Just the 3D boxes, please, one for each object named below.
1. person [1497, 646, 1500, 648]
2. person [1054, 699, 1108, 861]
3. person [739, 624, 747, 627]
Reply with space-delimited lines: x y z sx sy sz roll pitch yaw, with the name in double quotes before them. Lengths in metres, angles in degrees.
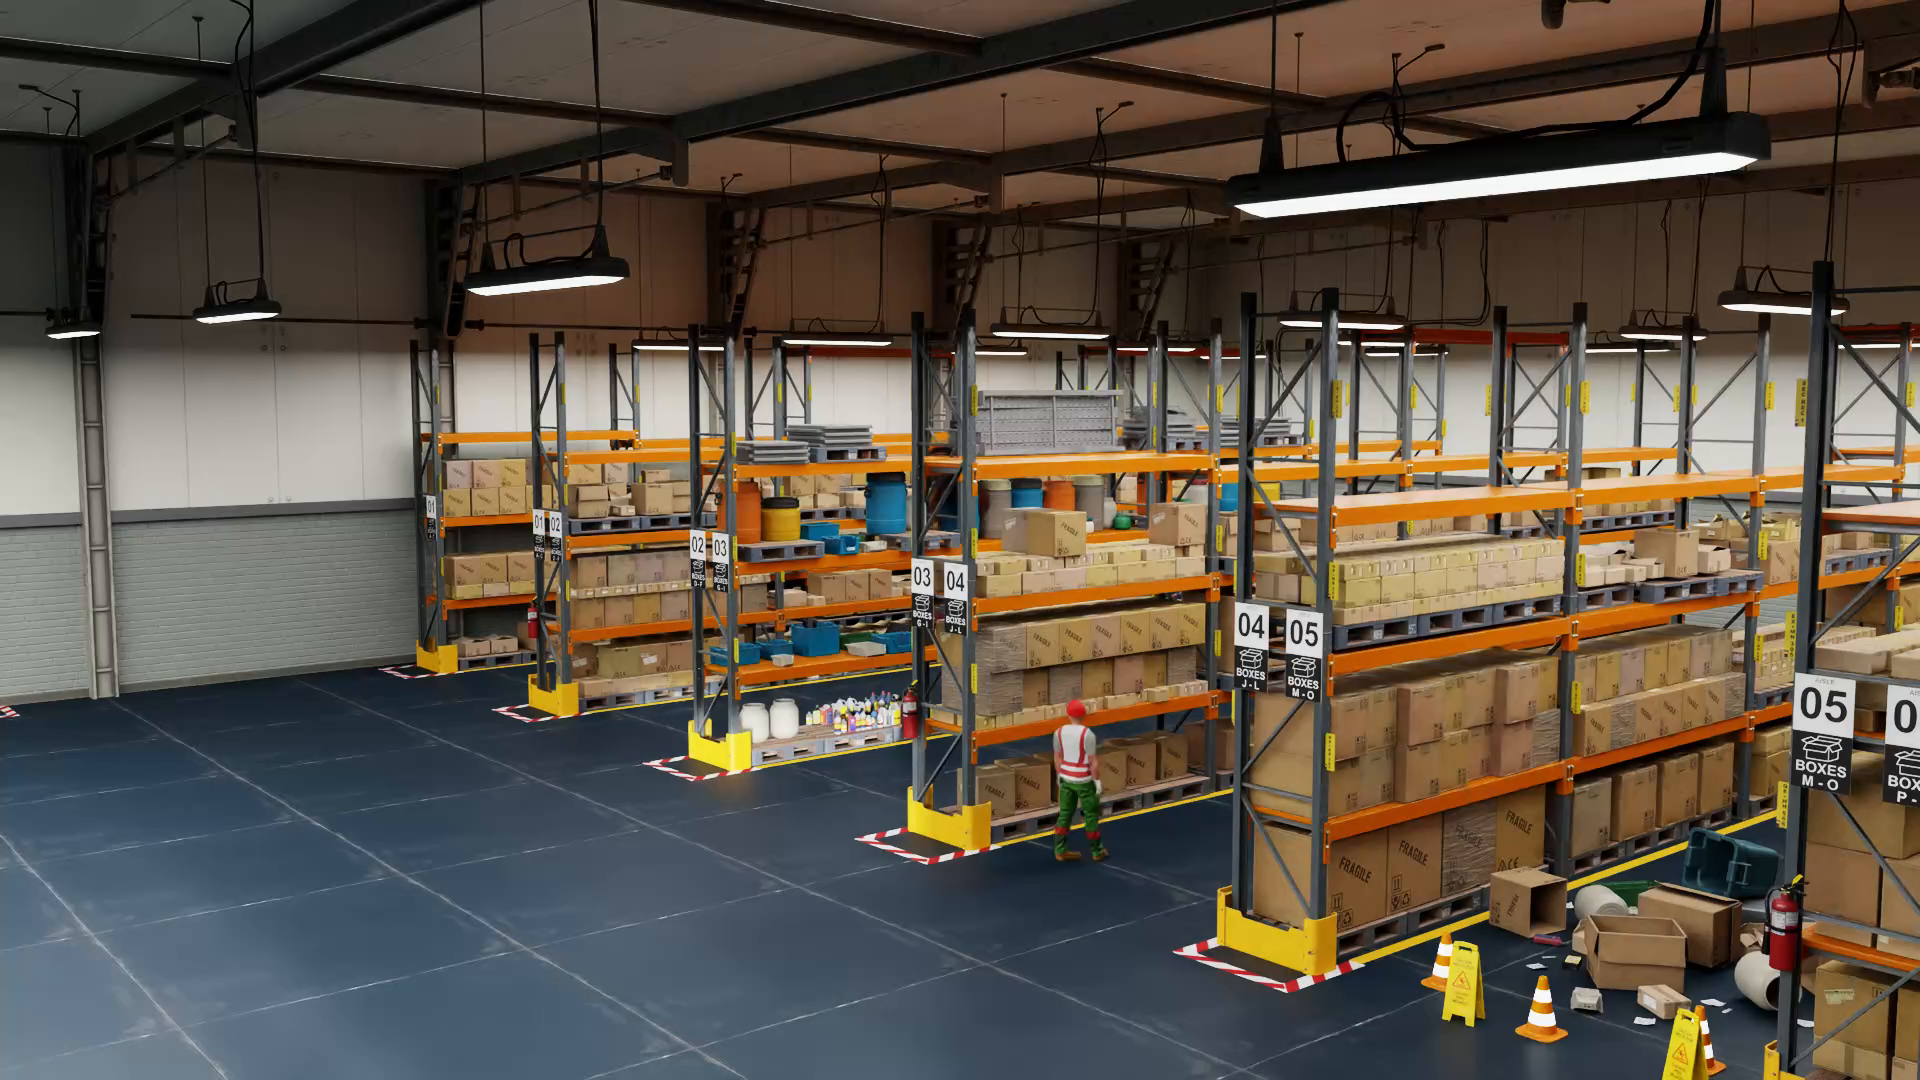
"person" 7.257 2.162 22.874 1.056 1.727 0.519 -5 7 -41
"person" 1.356 2.602 18.131 0.607 1.785 0.531 -4 7 -36
"person" -4.151 1.495 30.765 0.526 1.725 0.390 0 5 -2
